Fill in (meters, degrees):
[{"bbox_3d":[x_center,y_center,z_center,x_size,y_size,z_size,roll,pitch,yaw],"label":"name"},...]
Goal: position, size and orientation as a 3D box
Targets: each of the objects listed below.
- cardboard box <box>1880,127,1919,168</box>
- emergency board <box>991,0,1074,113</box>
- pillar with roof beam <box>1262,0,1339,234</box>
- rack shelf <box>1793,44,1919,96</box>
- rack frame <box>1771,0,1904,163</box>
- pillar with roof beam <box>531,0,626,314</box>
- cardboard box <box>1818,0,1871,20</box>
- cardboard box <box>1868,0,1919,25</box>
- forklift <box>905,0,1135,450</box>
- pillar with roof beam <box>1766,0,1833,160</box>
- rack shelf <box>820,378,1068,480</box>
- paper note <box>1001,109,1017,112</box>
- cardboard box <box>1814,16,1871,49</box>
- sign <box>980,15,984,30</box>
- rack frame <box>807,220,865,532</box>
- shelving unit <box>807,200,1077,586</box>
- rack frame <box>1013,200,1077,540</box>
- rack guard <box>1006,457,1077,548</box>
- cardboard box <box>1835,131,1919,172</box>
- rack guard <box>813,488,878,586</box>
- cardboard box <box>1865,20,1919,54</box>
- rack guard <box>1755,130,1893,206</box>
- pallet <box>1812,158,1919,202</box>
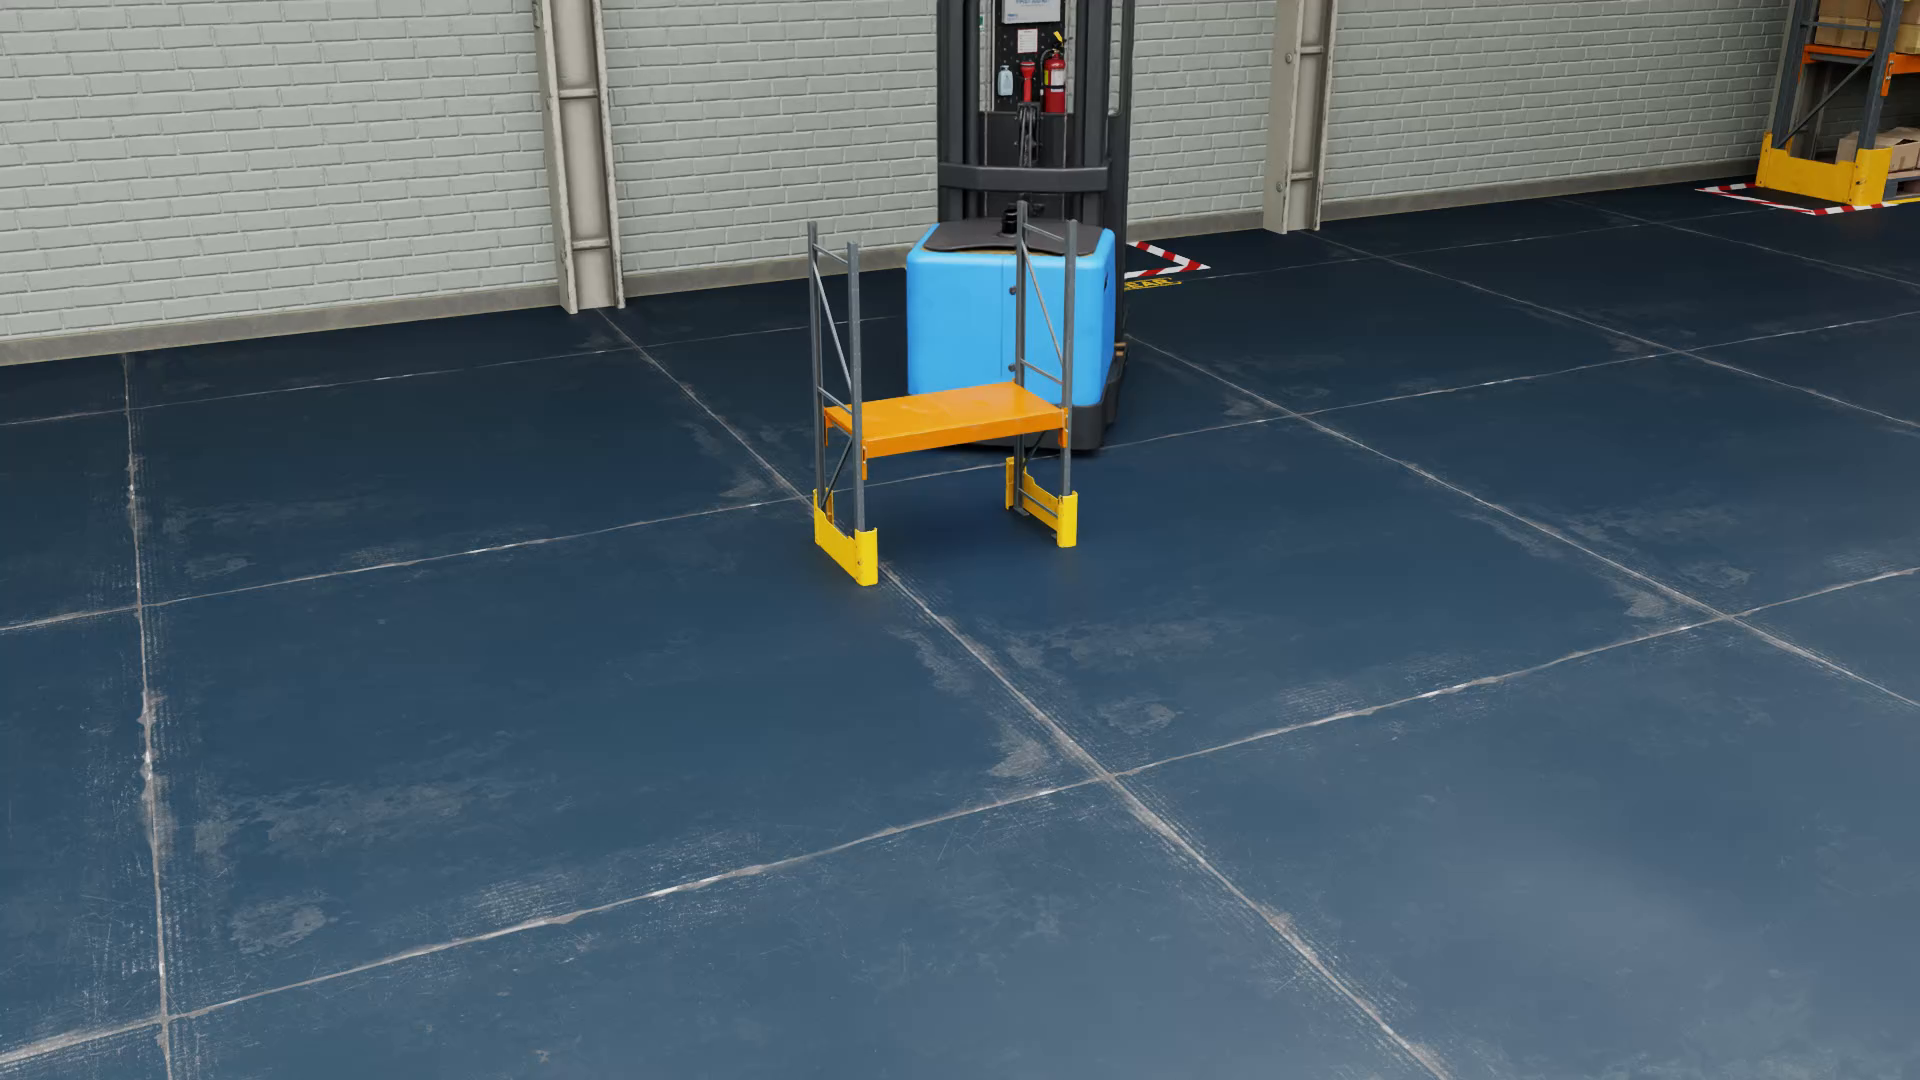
[{"bbox_3d":[9.137,-3.758,15.847,0.500,0.311,0.500,-8,24,-19],"label":"cardboard box"},{"bbox_3d":[0.567,-3.641,12.624,0.643,1.169,0.194,-10,25,-24],"label":"emergency board"},{"bbox_3d":[4.677,-5.326,8.851,0.400,9.000,9.100,-10,25,-24],"label":"pillar with roof beam"},{"bbox_3d":[9.763,-4.618,15.925,4.000,0.370,1.077,-10,25,-24],"label":"rack shelf"},{"bbox_3d":[7.961,-4.619,14.986,0.127,3.000,1.000,-10,25,-24],"label":"rack frame"},{"bbox_3d":[-0.729,-4.331,6.446,0.400,9.000,9.100,-10,25,-24],"label":"pillar with roof beam"},{"bbox_3d":[8.293,-5.057,15.233,0.500,0.500,0.500,-11,25,-24],"label":"cardboard box"},{"bbox_3d":[8.521,-4.881,14.808,0.500,0.500,0.500,-10,25,-24],"label":"cardboard box"},{"bbox_3d":[0.452,-2.355,9.607,1.130,2.935,3.031,4,23,8],"label":"forklift"},{"bbox_3d":[10.084,-6.321,11.255,0.400,9.000,9.100,-10,25,-24],"label":"pillar with roof beam"},{"bbox_3d":[-0.077,-0.513,7.498,1.000,0.185,0.538,-10,25,-24],"label":"rack shelf"},{"bbox_3d":[0.377,-3.228,12.779,0.142,0.148,0.016,-10,25,-24],"label":"paper note"},{"bbox_3d":[8.298,-4.703,15.359,0.500,0.250,0.500,-10,25,-23],"label":"cardboard box"},{"bbox_3d":[0.032,-3.844,12.374,0.331,0.109,0.001,-10,25,-24],"label":"sign"},{"bbox_3d":[-0.535,-0.595,7.225,0.032,1.500,0.500,-10,25,-24],"label":"rack frame"},{"bbox_3d":[-0.069,-0.680,7.433,1.083,1.500,0.587,-10,25,-24],"label":"shelving unit"},{"bbox_3d":[0.381,-0.763,7.633,0.032,1.500,0.500,-10,25,-24],"label":"rack frame"},{"bbox_3d":[0.380,-0.185,7.871,0.087,0.250,0.587,-10,25,-24],"label":"rack guard"},{"bbox_3d":[8.623,-3.663,15.618,0.500,0.311,0.500,-14,26,-30],"label":"cardboard box"},{"bbox_3d":[-0.517,-0.020,7.472,0.087,0.250,0.587,-10,25,-24],"label":"rack guard"},{"bbox_3d":[8.538,-4.530,14.942,0.500,0.250,0.500,-11,25,-25],"label":"cardboard box"},{"bbox_3d":[8.029,-3.476,15.494,0.348,0.500,1.175,-10,25,-24],"label":"rack guard"},{"bbox_3d":[8.777,-3.465,15.846,1.213,0.211,1.003,-10,25,-24],"label":"pallet"}]
